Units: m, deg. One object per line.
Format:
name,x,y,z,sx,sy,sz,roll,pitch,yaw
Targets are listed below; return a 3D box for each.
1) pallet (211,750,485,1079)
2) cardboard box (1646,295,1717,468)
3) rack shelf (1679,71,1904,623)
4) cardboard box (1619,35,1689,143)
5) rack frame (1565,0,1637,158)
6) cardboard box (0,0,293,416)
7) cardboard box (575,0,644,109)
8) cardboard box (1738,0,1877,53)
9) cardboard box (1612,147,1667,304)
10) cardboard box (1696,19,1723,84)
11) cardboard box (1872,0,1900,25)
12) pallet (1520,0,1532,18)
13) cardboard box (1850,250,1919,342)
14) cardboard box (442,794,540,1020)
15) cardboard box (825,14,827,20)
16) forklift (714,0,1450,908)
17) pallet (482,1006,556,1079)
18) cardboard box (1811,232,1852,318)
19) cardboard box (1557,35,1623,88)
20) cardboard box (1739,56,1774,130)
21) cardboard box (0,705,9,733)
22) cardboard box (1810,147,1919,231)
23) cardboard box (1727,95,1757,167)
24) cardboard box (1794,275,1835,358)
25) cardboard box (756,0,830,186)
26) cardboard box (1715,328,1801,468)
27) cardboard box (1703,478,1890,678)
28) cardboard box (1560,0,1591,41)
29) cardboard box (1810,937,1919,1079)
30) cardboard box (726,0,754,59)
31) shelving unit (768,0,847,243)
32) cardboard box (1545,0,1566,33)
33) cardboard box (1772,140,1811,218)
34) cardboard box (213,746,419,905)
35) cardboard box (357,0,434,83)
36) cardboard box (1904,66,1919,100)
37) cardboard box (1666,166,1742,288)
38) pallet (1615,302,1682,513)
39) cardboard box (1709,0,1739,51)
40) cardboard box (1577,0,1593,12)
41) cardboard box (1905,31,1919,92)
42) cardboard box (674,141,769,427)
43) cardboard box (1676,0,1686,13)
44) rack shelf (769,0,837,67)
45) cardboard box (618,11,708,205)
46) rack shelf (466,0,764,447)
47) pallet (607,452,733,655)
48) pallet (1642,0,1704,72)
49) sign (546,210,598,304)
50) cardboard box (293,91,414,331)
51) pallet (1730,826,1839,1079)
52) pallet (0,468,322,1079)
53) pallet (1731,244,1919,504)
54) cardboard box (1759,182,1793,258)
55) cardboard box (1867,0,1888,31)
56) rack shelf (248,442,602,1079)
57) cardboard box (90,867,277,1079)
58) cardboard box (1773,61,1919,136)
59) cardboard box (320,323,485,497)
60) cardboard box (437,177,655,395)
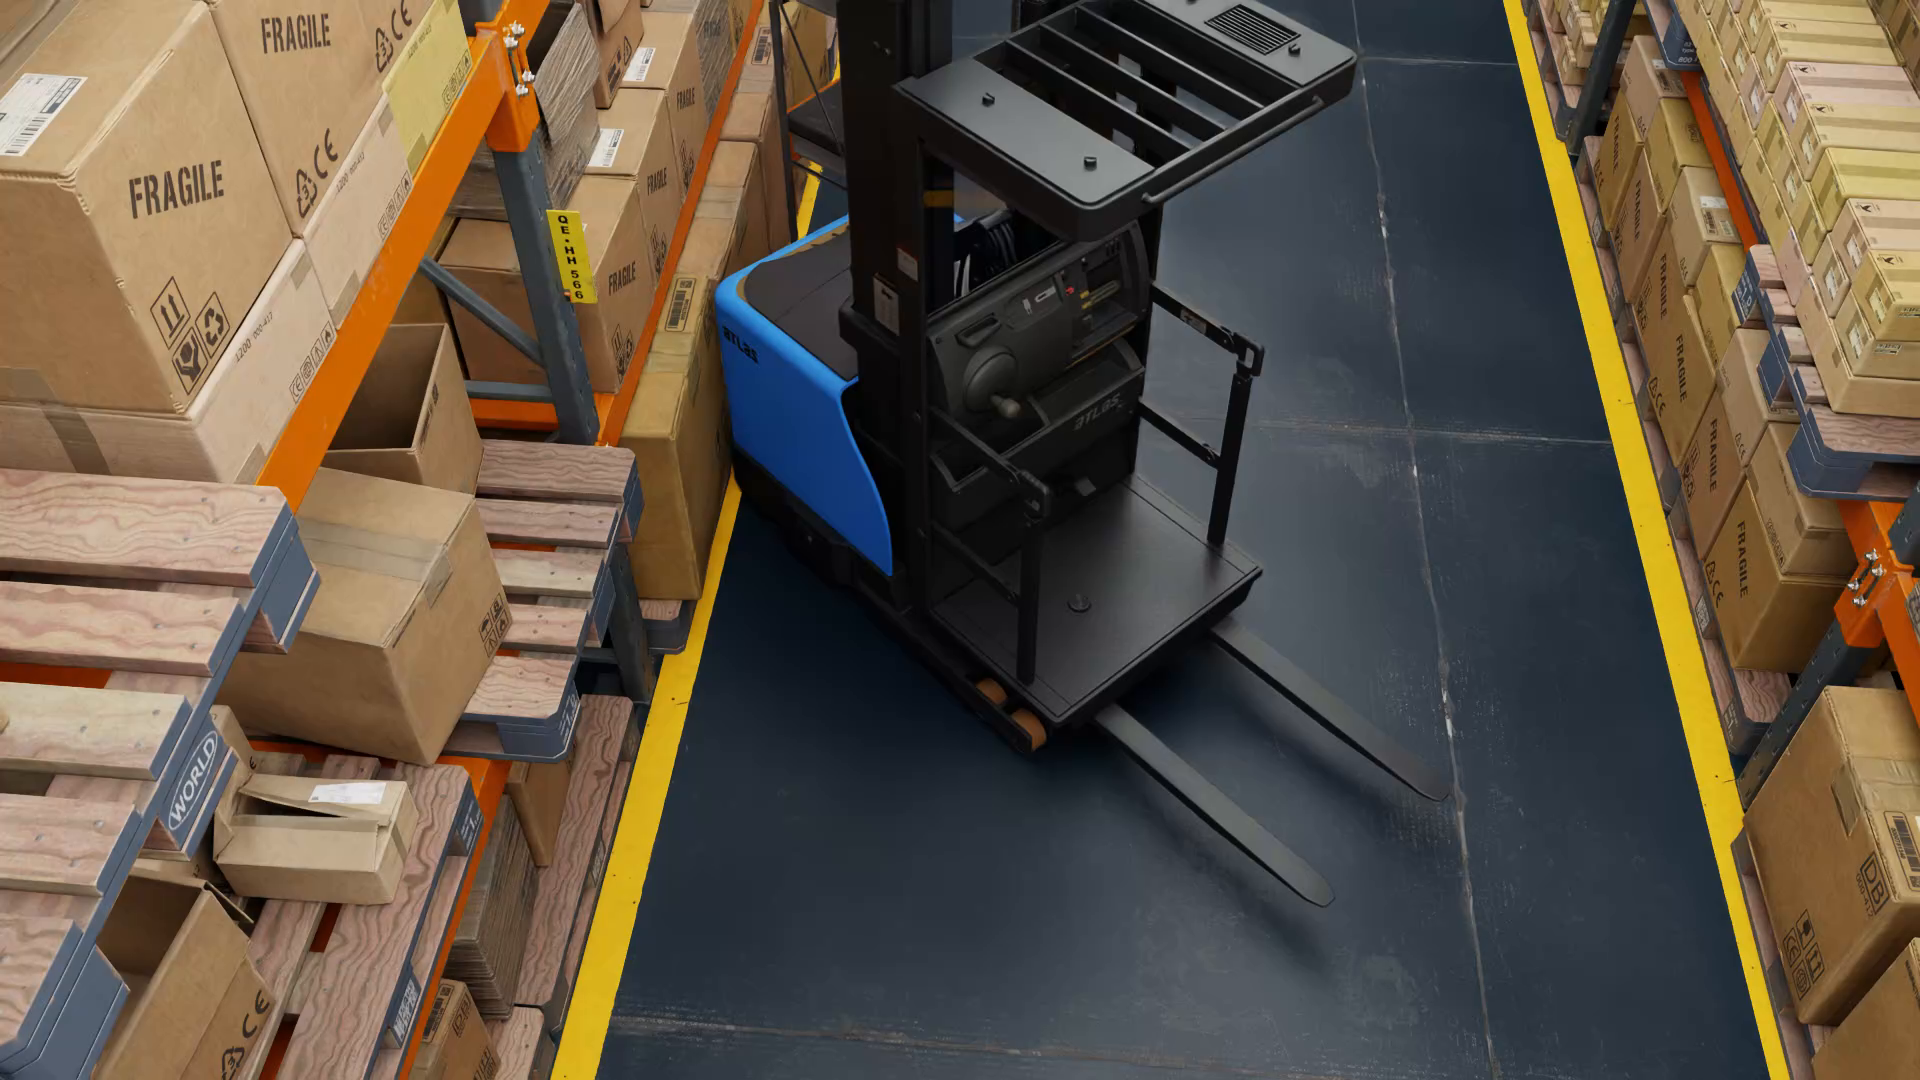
pallet,-1.790,1.051,3.912,1.003,0.211,1.213,4,48,4
cardboard box,3.162,-0.634,6.732,0.500,0.500,0.500,2,48,2
rack shelf,3.462,-1.290,6.411,1.077,0.370,4.000,4,48,4
cardboard box,3.314,-2.029,7.500,0.500,0.250,0.500,2,48,2
rack frame,3.644,-3.003,7.490,1.000,3.000,0.127,4,48,4
cardboard box,-1.541,-0.578,2.833,0.500,0.500,0.500,5,48,4
cardboard box,-1.506,-1.858,5.695,0.797,0.503,0.637,5,48,4
cardboard box,3.012,-1.853,5.921,0.380,0.149,0.250,5,48,5
cardboard box,3.266,-1.387,7.421,0.500,0.500,0.500,6,48,5
cardboard box,3.037,-1.841,6.313,0.380,0.149,0.250,3,48,3
cardboard box,3.711,-2.086,6.335,0.380,0.149,0.250,2,48,2
pallet,3.779,-3.457,9.794,1.003,0.211,1.213,4,48,4
cardboard box,2.868,-0.712,4.877,0.380,0.149,0.250,2,48,2
cardboard box,-1.729,1.126,5.109,0.700,0.500,0.500,0,48,0
cardboard box,-1.146,-3.315,8.930,0.875,0.875,0.875,4,48,4
forklift,0.419,-0.644,5.378,1.130,2.935,3.031,-33,56,-27
pallet,-1.837,1.938,4.860,1.003,0.211,1.213,4,48,4
cardboard box,2.894,-0.811,5.169,0.380,0.149,0.250,5,48,5
cardboard box,3.341,-2.493,8.671,0.380,0.149,0.250,4,48,4
cardboard box,2.987,-1.562,5.856,0.380,0.149,0.250,5,48,5
cardboard box,-1.789,0.248,2.129,0.797,0.503,0.637,6,48,5
cardboard box,2.917,-1.089,5.222,0.380,0.149,0.250,5,48,5
cardboard box,2.989,-1.456,5.960,0.380,0.149,0.250,5,48,5
cardboard box,2.891,-0.696,5.265,0.380,0.149,0.250,4,48,3
cardboard box,-1.324,-2.364,8.060,1.225,0.875,0.875,4,48,4
cardboard box,3.116,-0.507,6.108,0.500,0.250,0.500,4,48,4
cardboard box,3.079,0.137,6.027,0.500,0.500,0.500,4,48,3
cardboard box,3.369,-2.735,8.691,0.380,0.149,0.250,2,48,2
cardboard box,3.058,1.638,4.485,1.050,0.750,0.750,5,48,4
cardboard box,-1.149,-2.335,6.811,0.500,0.500,0.500,3,48,3
shelving unit,-0.406,-1.595,6.812,0.431,2.100,0.503,32,55,26
cardboard box,3.407,-2.877,9.022,0.380,0.149,0.250,2,48,2
cardboard box,2.939,-1.188,5.514,0.380,0.149,0.250,4,48,4
cardboard box,-1.534,0.676,3.931,0.396,0.266,0.258,3,48,2
cardboard box,-1.445,-1.319,3.510,0.500,0.500,0.500,5,48,5
cardboard box,3.665,-1.601,6.093,0.380,0.149,0.250,2,48,2
cardboard box,3.217,-1.263,6.799,0.500,0.250,0.500,6,48,5
pallet,3.466,-0.591,7.173,1.003,0.211,1.213,4,48,4
cardboard box,3.036,-1.937,6.199,0.380,0.149,0.250,3,48,3
cardboard box,3.401,-2.853,8.596,0.380,0.149,0.250,4,48,4
cardboard box,3.660,-1.707,5.989,0.380,0.149,0.250,5,48,5
cardboard box,-1.478,-1.056,6.864,1.225,0.875,0.875,4,48,4
cardboard box,3.080,-2.229,6.668,0.380,0.149,0.250,4,48,4
rack shelf,-0.406,-2.059,6.306,0.431,0.518,0.480,32,55,26
cardboard box,-1.247,-1.600,6.139,0.500,0.500,0.500,3,48,3
rack shelf,-1.468,-1.698,6.784,1.077,0.370,4.000,4,48,4
pallet,-1.504,-0.104,6.728,1.003,0.211,1.213,4,48,4
pallet,3.430,-2.386,7.056,1.003,0.211,1.213,4,48,4
sign,-1.109,-0.806,4.749,0.100,0.325,0.005,4,48,4
cardboard box,-1.481,-0.702,3.454,0.500,0.250,0.500,4,48,3
pallet,3.133,1.452,5.305,1.003,0.211,1.213,4,48,4
pallet,-1.761,0.310,2.554,1.213,0.211,1.003,4,48,4
pallet,3.238,-0.530,5.357,1.213,0.211,1.003,4,48,4
cardboard box,2.941,-1.068,5.606,0.380,0.149,0.250,3,48,3
cardboard box,3.715,-1.992,6.450,0.380,0.149,0.250,2,48,2
rack shelf,-1.833,1.241,4.095,1.077,0.370,4.000,4,48,4
cardboard box,-1.949,1.011,3.463,0.797,0.503,0.637,8,48,8
cardboard box,2.965,-1.462,5.563,0.380,0.149,0.250,4,48,4
cardboard box,-1.660,-0.247,4.617,0.500,0.500,0.500,-1,48,-1
cardboard box,-1.335,-0.844,5.447,0.500,0.500,0.500,5,48,5
